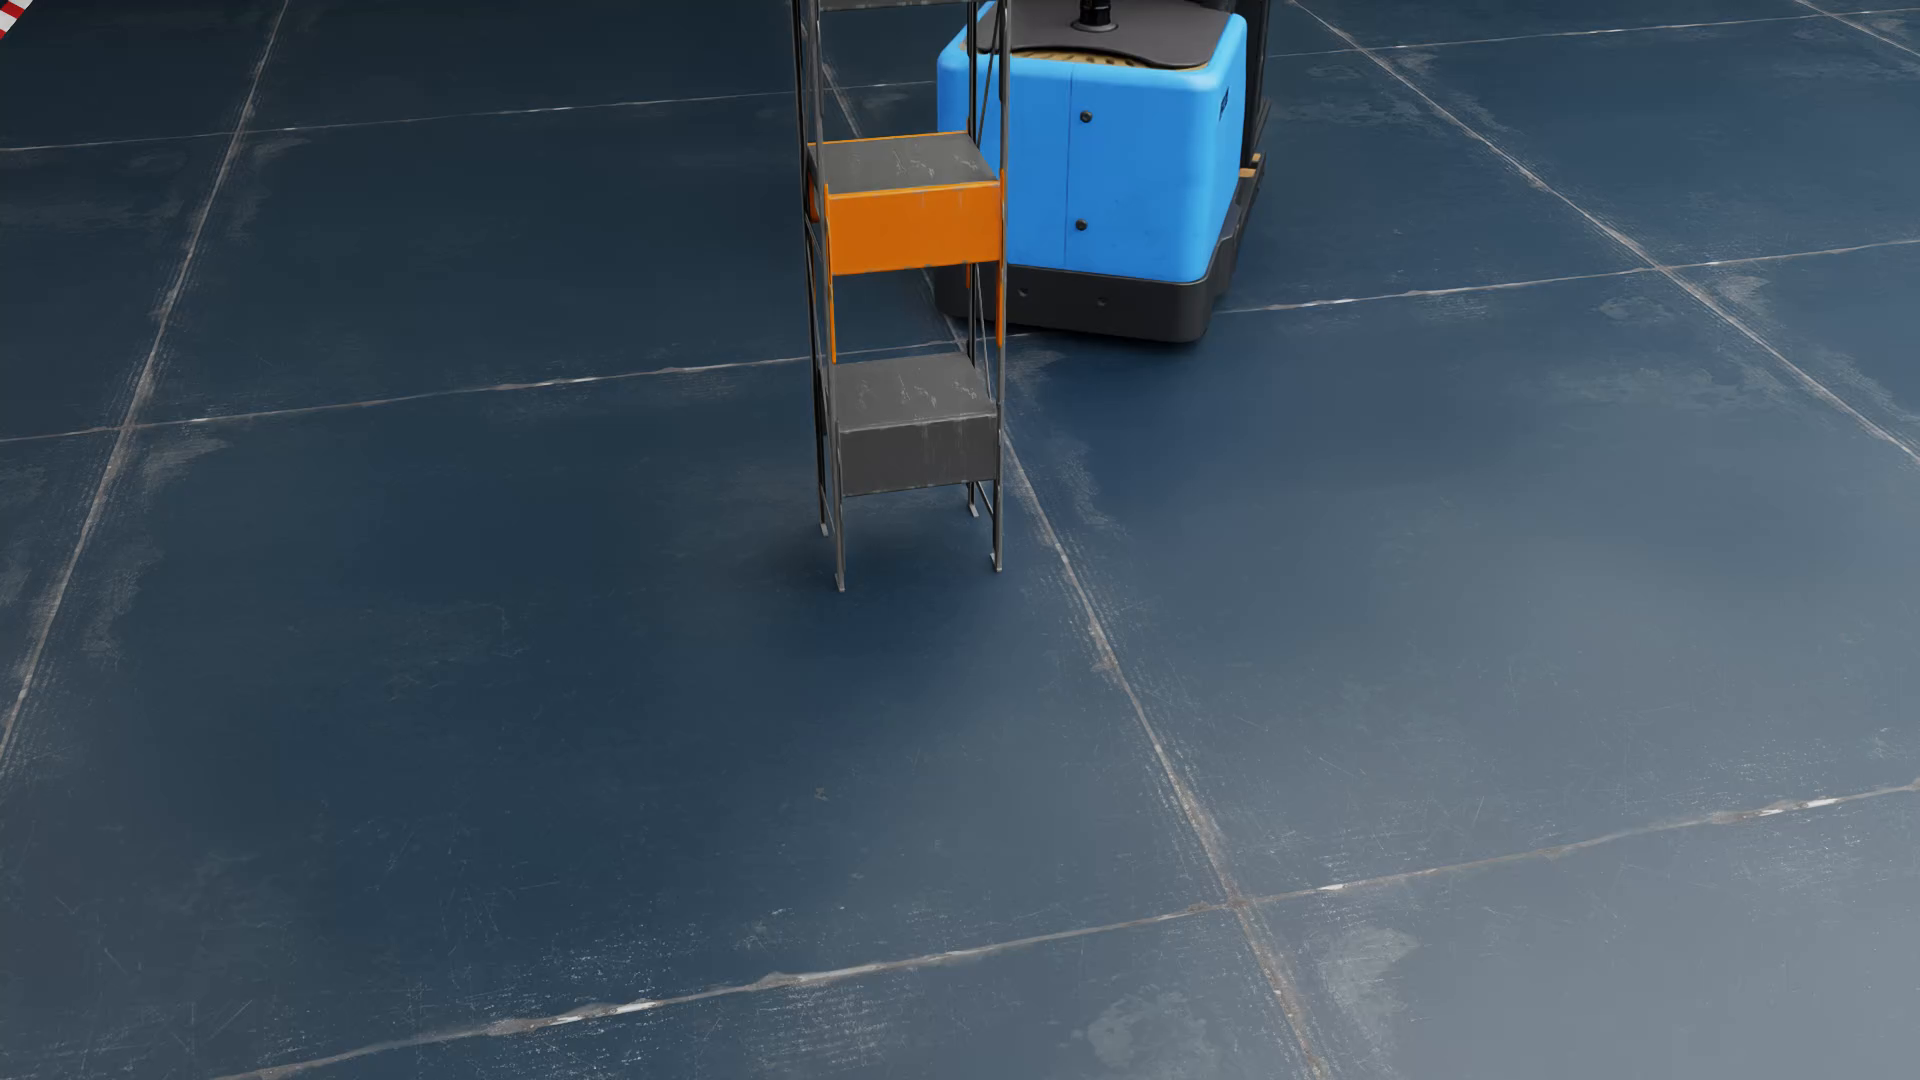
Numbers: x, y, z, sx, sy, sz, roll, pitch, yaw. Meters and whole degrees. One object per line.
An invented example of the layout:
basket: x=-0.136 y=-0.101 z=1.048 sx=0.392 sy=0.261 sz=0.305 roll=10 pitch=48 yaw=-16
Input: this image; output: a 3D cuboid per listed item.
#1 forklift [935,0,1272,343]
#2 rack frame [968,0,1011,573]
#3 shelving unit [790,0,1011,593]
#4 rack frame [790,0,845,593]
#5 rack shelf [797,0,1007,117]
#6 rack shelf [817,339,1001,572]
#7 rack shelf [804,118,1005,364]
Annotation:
forklift: x=0.782 y=-2.771 z=6.750 sx=1.130 sy=2.935 sz=3.031 roll=9 pitch=35 yaw=13
rack frame: x=0.077 y=-0.882 z=4.679 sx=0.015 sy=2.100 sz=0.400 roll=-7 pitch=35 yaw=-11
shelving unit: x=-0.161 y=-0.852 z=4.635 sx=0.503 sy=2.100 sz=0.431 roll=-7 pitch=35 yaw=-11
rack frame: x=-0.399 y=-0.822 z=4.590 sx=0.015 sy=2.100 sz=0.400 roll=-7 pitch=35 yaw=-11
rack shelf: x=-0.161 y=-1.421 z=4.252 sx=0.480 sy=0.518 sz=0.431 roll=-7 pitch=35 yaw=-11
rack shelf: x=-0.161 y=-0.259 z=5.032 sx=0.480 sy=0.518 sz=0.431 roll=-7 pitch=35 yaw=-11
rack shelf: x=-0.161 y=-0.840 z=4.642 sx=0.480 sy=0.518 sz=0.431 roll=-7 pitch=35 yaw=-11
